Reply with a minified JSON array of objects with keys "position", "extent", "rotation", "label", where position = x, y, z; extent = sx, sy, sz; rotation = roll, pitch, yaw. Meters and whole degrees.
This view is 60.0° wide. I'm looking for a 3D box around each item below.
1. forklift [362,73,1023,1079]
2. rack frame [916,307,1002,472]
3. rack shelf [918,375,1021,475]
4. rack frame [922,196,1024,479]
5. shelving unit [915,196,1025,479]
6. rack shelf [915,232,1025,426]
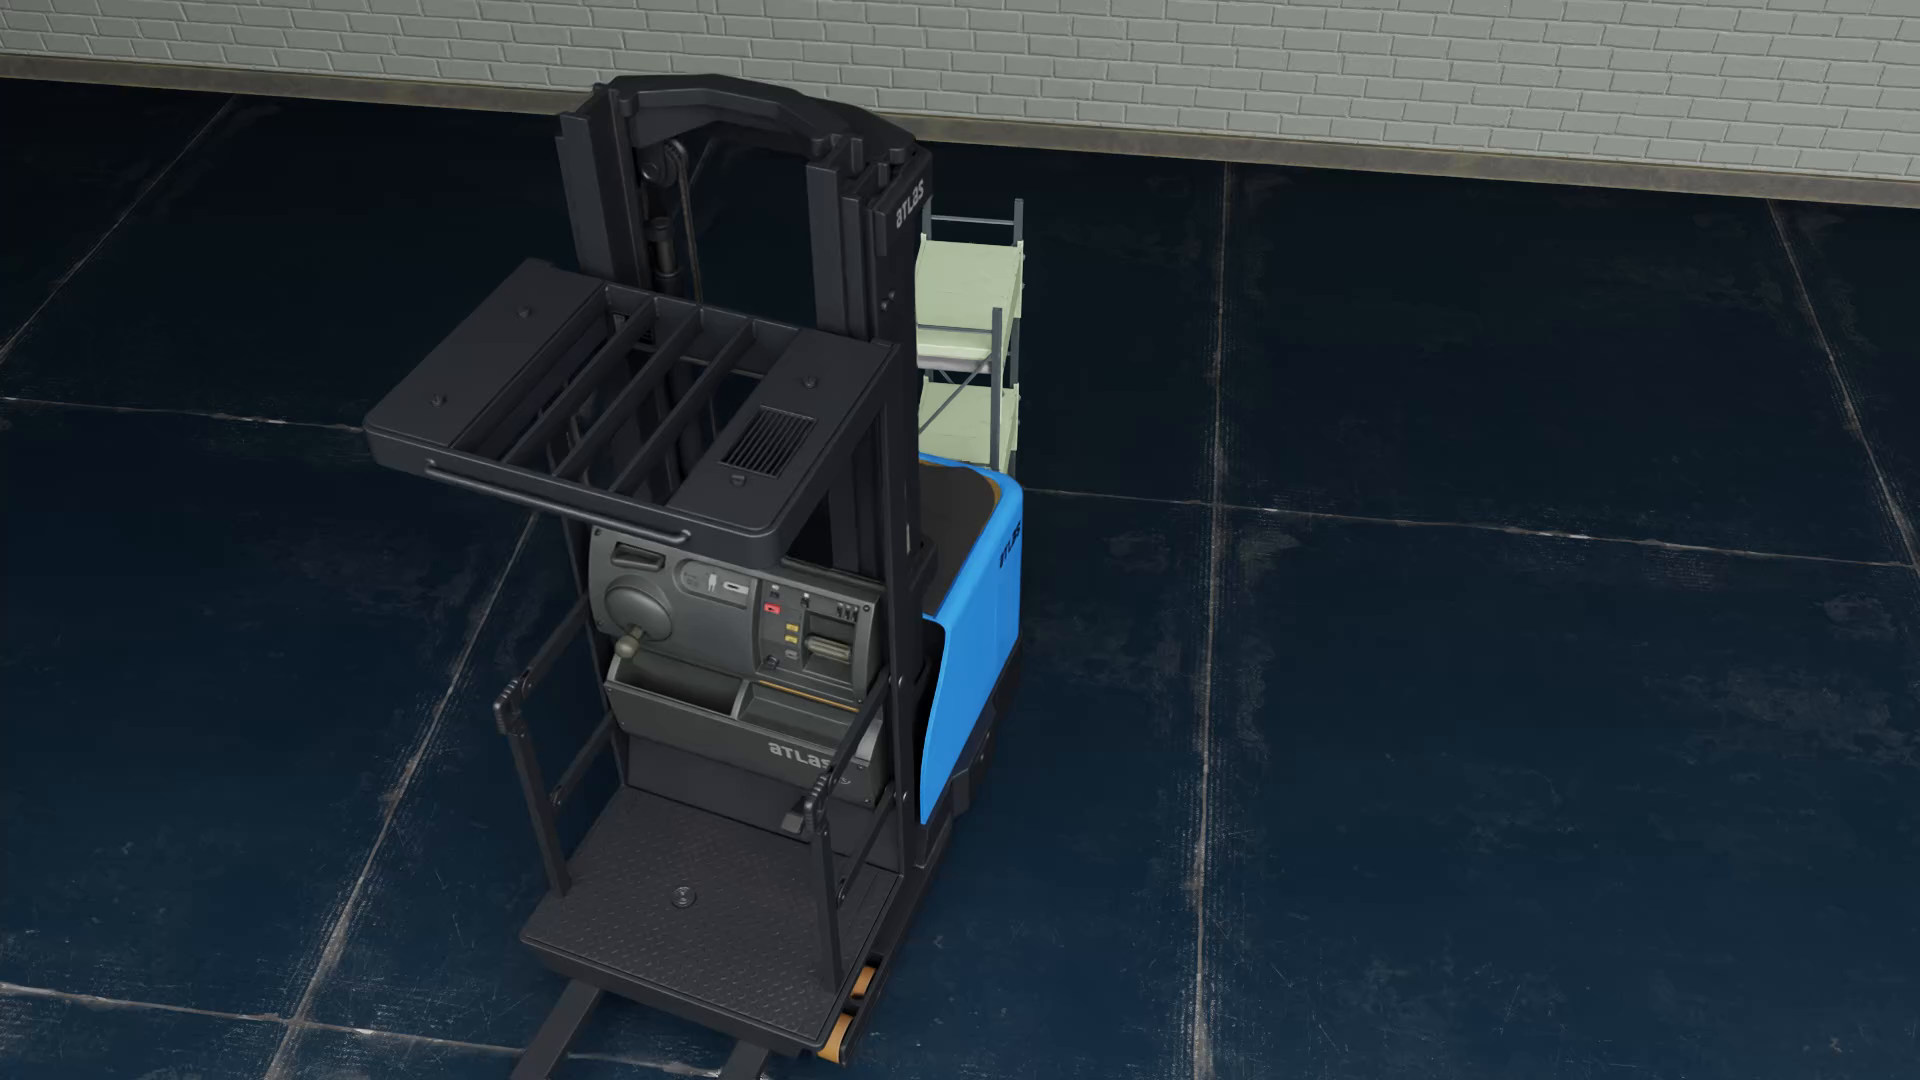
[{"position":[-0.763,0.316,4.807],"extent":[1.130,2.935,3.031],"rotation":[15,45,15],"label":"forklift"},{"position":[-0.048,-0.300,6.498],"extent":[0.400,1.500,0.023],"rotation":[5,44,6],"label":"rack frame"},{"position":[0.001,-0.312,6.985],"extent":[0.431,0.370,0.720],"rotation":[5,44,6],"label":"rack shelf"},{"position":[0.049,-0.799,7.025],"extent":[0.400,1.500,0.023],"rotation":[5,44,6],"label":"rack frame"},{"position":[0.001,-0.549,6.761],"extent":[0.431,1.500,0.755],"rotation":[5,44,6],"label":"shelving unit"},{"position":[0.001,-0.833,6.493],"extent":[0.431,0.370,0.720],"rotation":[5,44,6],"label":"rack shelf"}]
